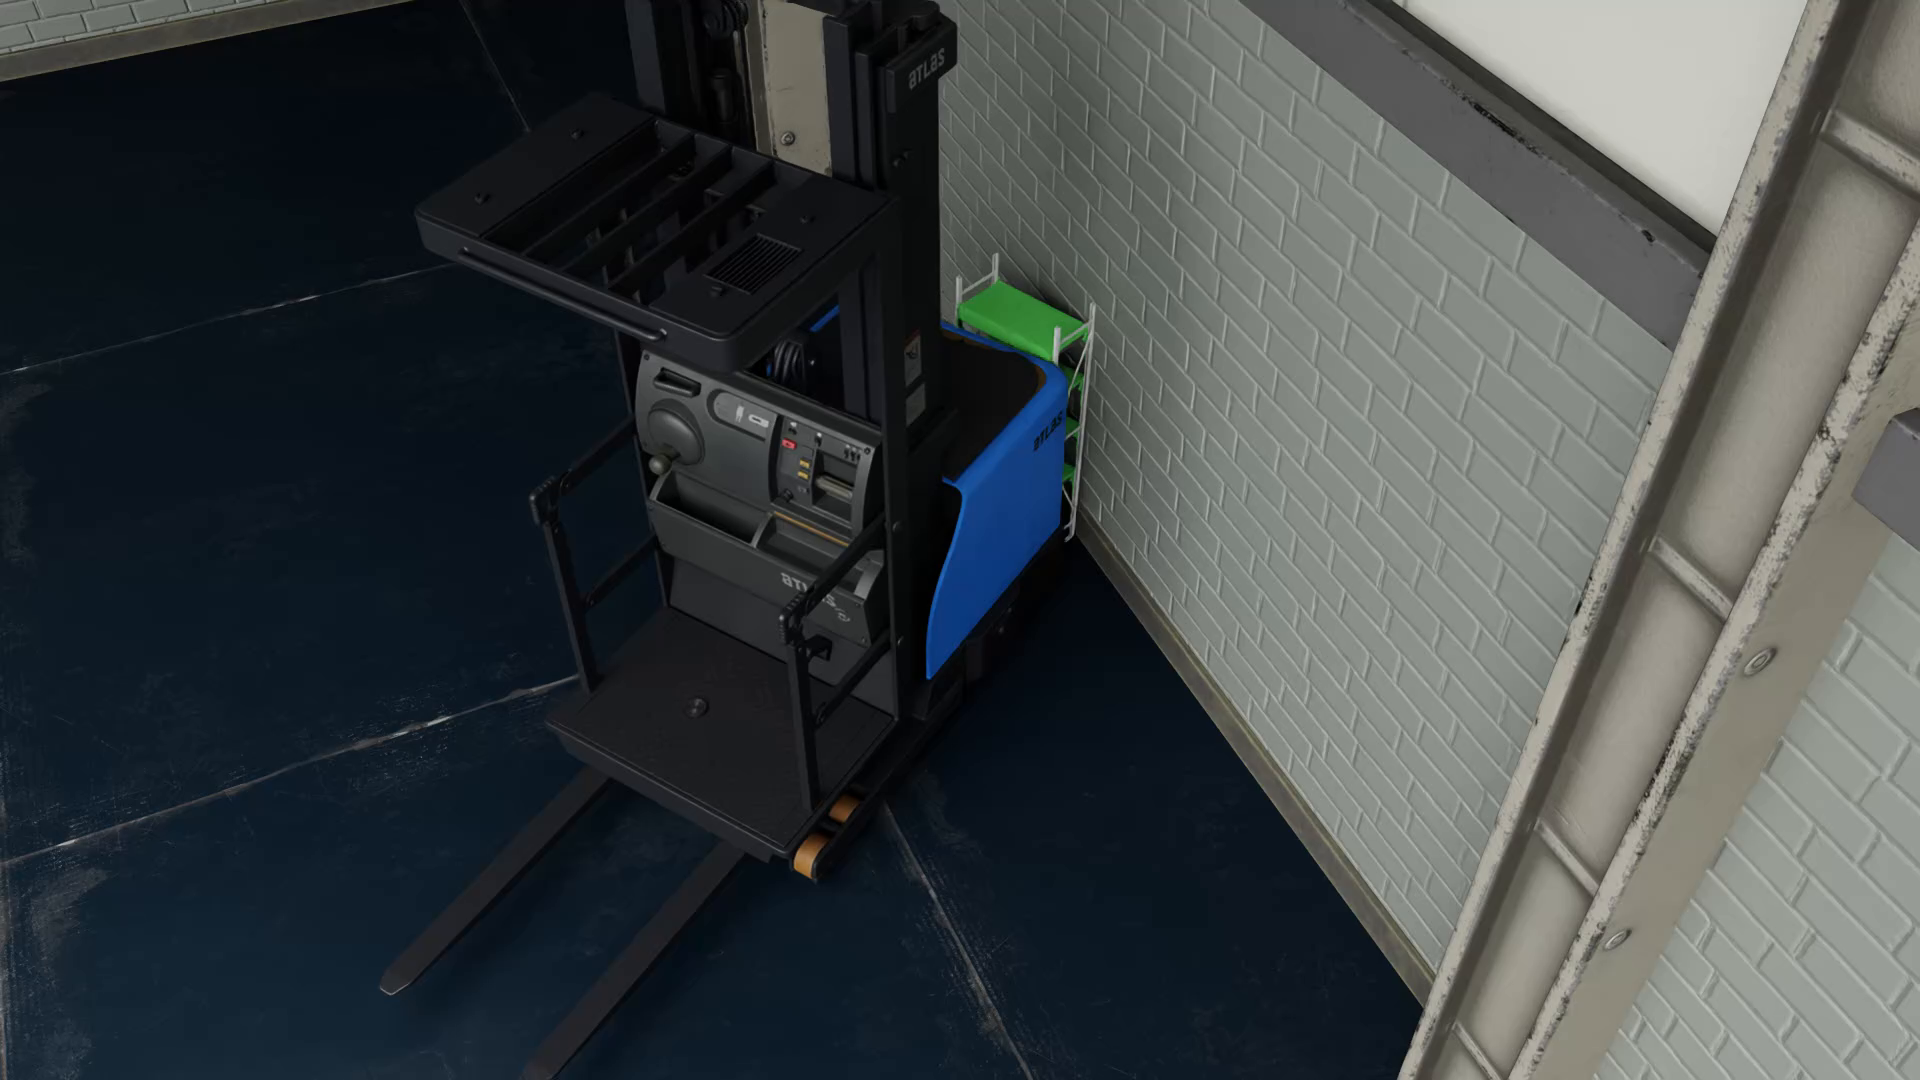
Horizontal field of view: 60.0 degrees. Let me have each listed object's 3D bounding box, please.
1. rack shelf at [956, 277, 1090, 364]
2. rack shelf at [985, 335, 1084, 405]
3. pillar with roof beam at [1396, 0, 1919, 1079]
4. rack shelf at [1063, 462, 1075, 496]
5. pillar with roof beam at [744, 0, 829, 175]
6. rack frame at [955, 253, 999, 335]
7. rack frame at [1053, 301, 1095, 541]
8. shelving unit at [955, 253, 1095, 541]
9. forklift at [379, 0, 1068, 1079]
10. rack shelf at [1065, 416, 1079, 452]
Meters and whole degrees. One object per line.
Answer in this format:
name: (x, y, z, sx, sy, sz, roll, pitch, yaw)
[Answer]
rack shelf: (0.249, -0.825, 6.506, 0.480, 0.148, 0.258, 31, 50, 28)
rack shelf: (0.243, -0.648, 6.668, 0.480, 0.148, 0.258, 31, 50, 28)
pillar with roof beam: (-2.302, -0.086, 0.799, 9.100, 9.000, 0.400, -18, 47, -17)
rack shelf: (0.231, -0.295, 6.992, 0.480, 0.148, 0.258, 31, 50, 28)
pillar with roof beam: (-4.825, -3.910, 4.674, 9.100, 9.000, 0.400, -18, 47, -17)
rack frame: (0.055, -0.630, 6.902, 0.015, 1.200, 0.240, 31, 50, 28)
rack frame: (0.423, -0.407, 6.672, 0.015, 1.200, 0.240, 31, 50, 28)
shelving unit: (0.239, -0.519, 6.787, 0.503, 1.200, 0.258, 31, 50, 28)
forklift: (-0.784, -0.224, 5.259, 1.130, 2.935, 3.031, 24, 49, 22)
rack shelf: (0.237, -0.472, 6.830, 0.480, 0.148, 0.258, 31, 50, 28)
